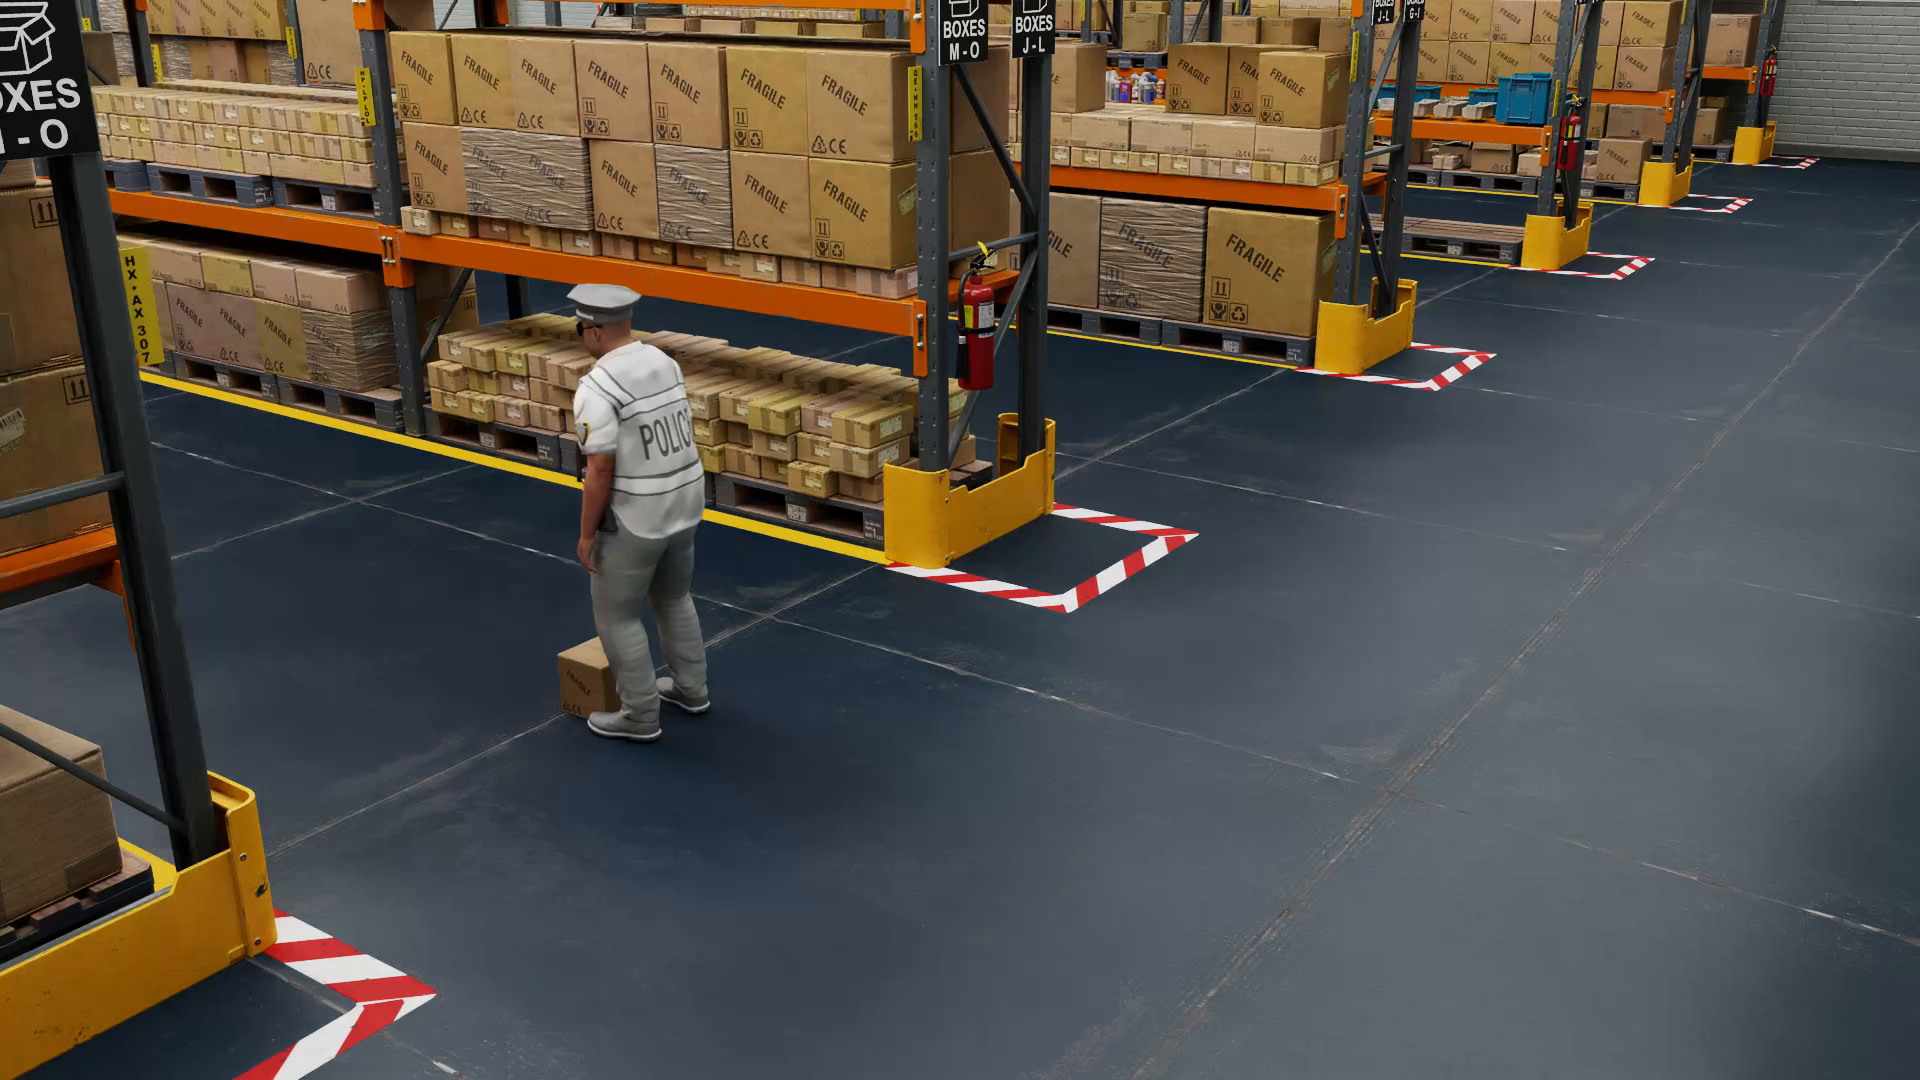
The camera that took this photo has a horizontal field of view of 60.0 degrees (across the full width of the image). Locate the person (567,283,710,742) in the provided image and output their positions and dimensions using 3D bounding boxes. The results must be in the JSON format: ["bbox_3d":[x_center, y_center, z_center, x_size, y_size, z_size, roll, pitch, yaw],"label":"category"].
[{"bbox_3d":[-1.208,-0.092,6.316,0.436,1.748,0.606,11,23,29],"label":"person"}]
